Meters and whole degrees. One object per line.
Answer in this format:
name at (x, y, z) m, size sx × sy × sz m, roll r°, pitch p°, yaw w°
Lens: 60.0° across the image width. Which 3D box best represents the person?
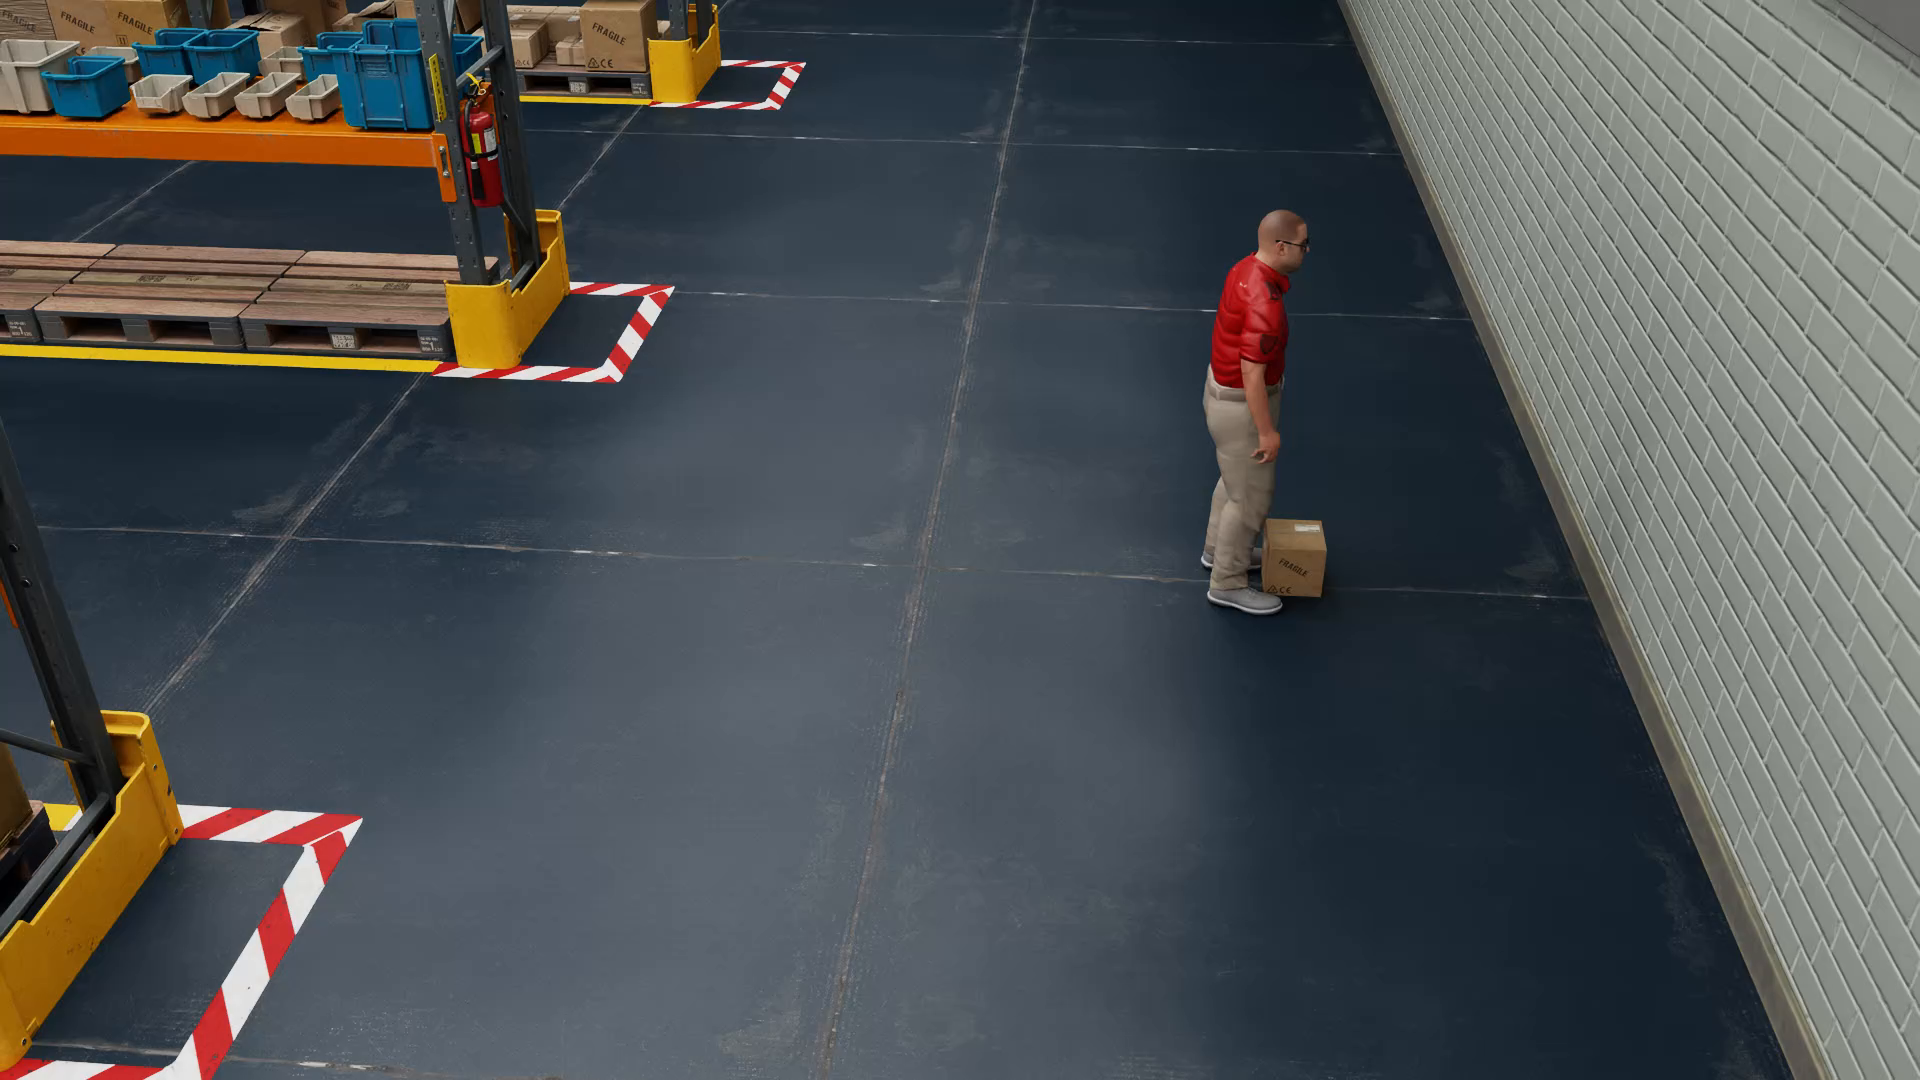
person at (1.234, -0.561, 7.054) m, size 0.385 × 1.728 × 0.605 m, roll 1°, pitch 32°, yaw 2°
